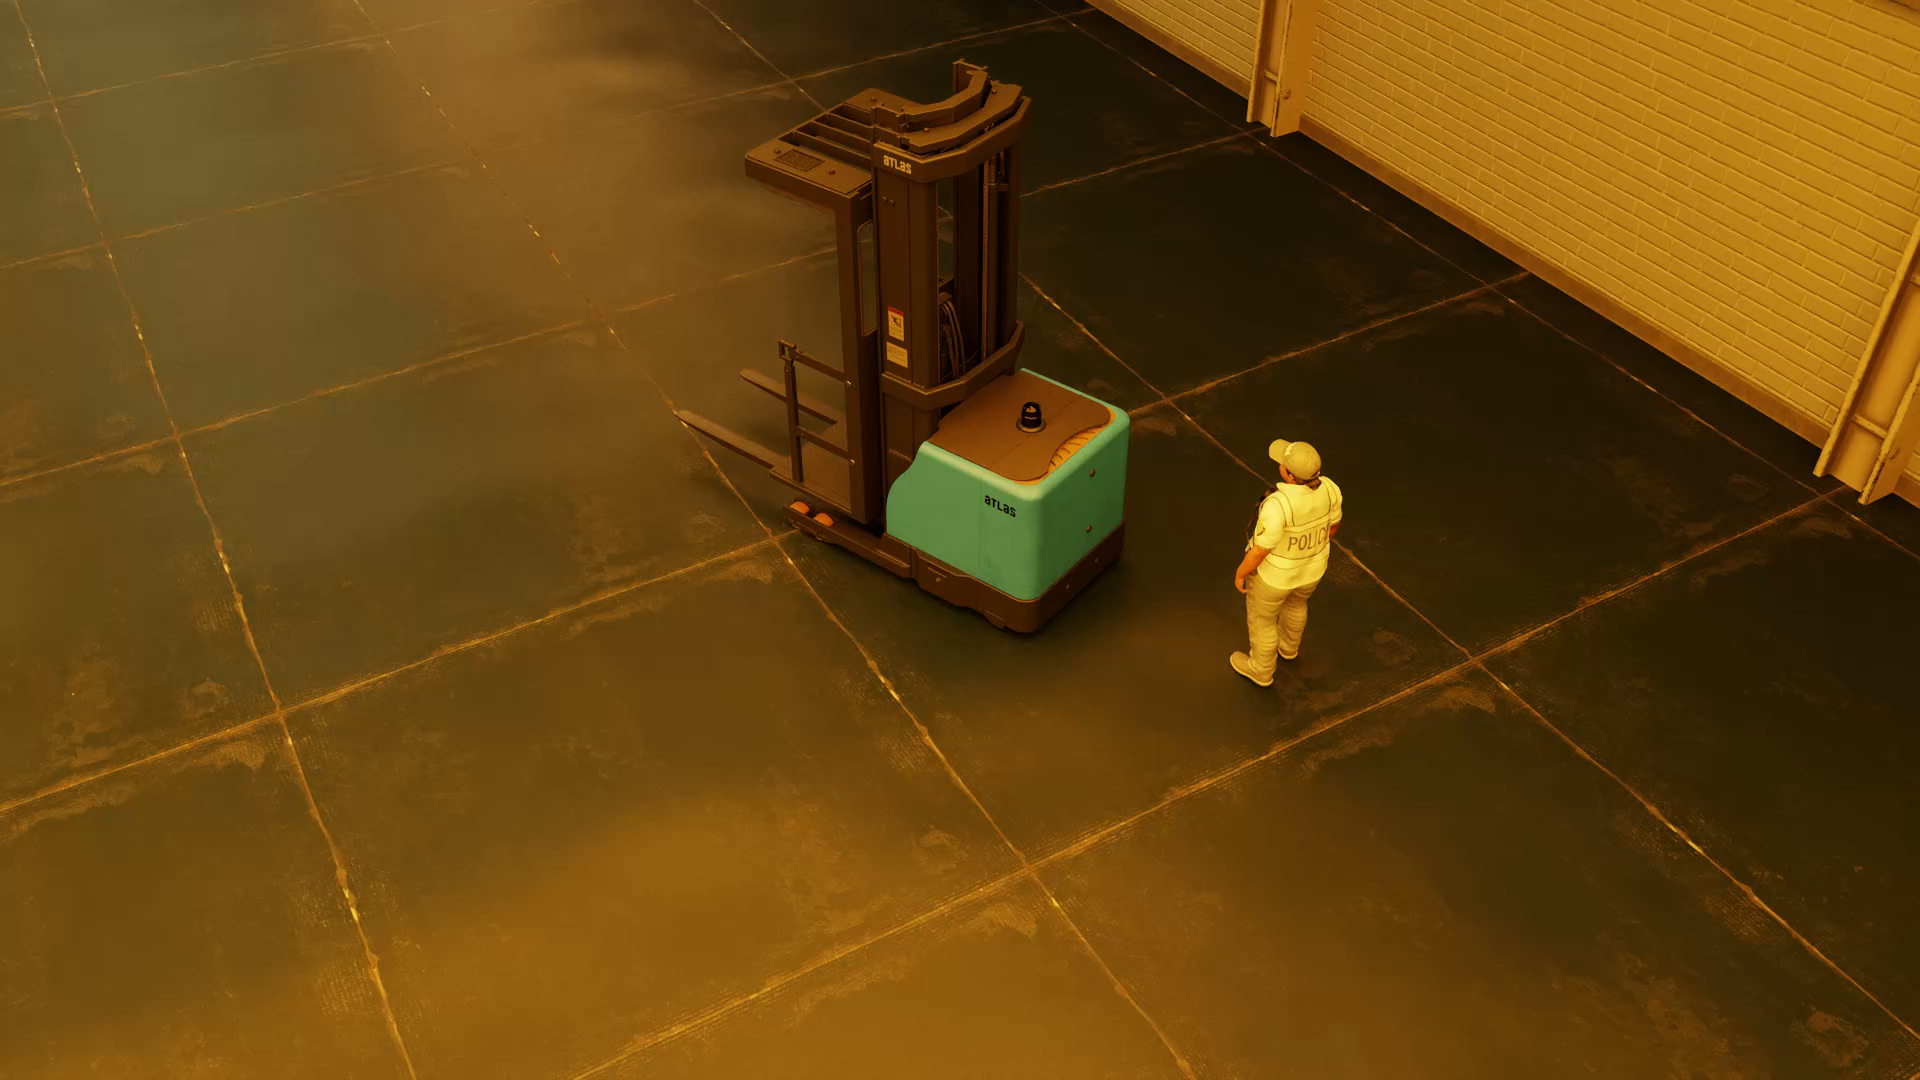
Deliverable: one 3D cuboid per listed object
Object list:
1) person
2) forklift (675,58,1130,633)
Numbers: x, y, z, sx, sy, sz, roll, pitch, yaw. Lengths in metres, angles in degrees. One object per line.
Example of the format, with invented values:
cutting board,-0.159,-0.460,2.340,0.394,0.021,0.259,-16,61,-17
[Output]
person,1.705,0.090,8.905,0.599,1.670,0.528,-19,43,-21
forklift,-0.481,-1.366,9.683,3.031,2.935,1.130,26,46,28
